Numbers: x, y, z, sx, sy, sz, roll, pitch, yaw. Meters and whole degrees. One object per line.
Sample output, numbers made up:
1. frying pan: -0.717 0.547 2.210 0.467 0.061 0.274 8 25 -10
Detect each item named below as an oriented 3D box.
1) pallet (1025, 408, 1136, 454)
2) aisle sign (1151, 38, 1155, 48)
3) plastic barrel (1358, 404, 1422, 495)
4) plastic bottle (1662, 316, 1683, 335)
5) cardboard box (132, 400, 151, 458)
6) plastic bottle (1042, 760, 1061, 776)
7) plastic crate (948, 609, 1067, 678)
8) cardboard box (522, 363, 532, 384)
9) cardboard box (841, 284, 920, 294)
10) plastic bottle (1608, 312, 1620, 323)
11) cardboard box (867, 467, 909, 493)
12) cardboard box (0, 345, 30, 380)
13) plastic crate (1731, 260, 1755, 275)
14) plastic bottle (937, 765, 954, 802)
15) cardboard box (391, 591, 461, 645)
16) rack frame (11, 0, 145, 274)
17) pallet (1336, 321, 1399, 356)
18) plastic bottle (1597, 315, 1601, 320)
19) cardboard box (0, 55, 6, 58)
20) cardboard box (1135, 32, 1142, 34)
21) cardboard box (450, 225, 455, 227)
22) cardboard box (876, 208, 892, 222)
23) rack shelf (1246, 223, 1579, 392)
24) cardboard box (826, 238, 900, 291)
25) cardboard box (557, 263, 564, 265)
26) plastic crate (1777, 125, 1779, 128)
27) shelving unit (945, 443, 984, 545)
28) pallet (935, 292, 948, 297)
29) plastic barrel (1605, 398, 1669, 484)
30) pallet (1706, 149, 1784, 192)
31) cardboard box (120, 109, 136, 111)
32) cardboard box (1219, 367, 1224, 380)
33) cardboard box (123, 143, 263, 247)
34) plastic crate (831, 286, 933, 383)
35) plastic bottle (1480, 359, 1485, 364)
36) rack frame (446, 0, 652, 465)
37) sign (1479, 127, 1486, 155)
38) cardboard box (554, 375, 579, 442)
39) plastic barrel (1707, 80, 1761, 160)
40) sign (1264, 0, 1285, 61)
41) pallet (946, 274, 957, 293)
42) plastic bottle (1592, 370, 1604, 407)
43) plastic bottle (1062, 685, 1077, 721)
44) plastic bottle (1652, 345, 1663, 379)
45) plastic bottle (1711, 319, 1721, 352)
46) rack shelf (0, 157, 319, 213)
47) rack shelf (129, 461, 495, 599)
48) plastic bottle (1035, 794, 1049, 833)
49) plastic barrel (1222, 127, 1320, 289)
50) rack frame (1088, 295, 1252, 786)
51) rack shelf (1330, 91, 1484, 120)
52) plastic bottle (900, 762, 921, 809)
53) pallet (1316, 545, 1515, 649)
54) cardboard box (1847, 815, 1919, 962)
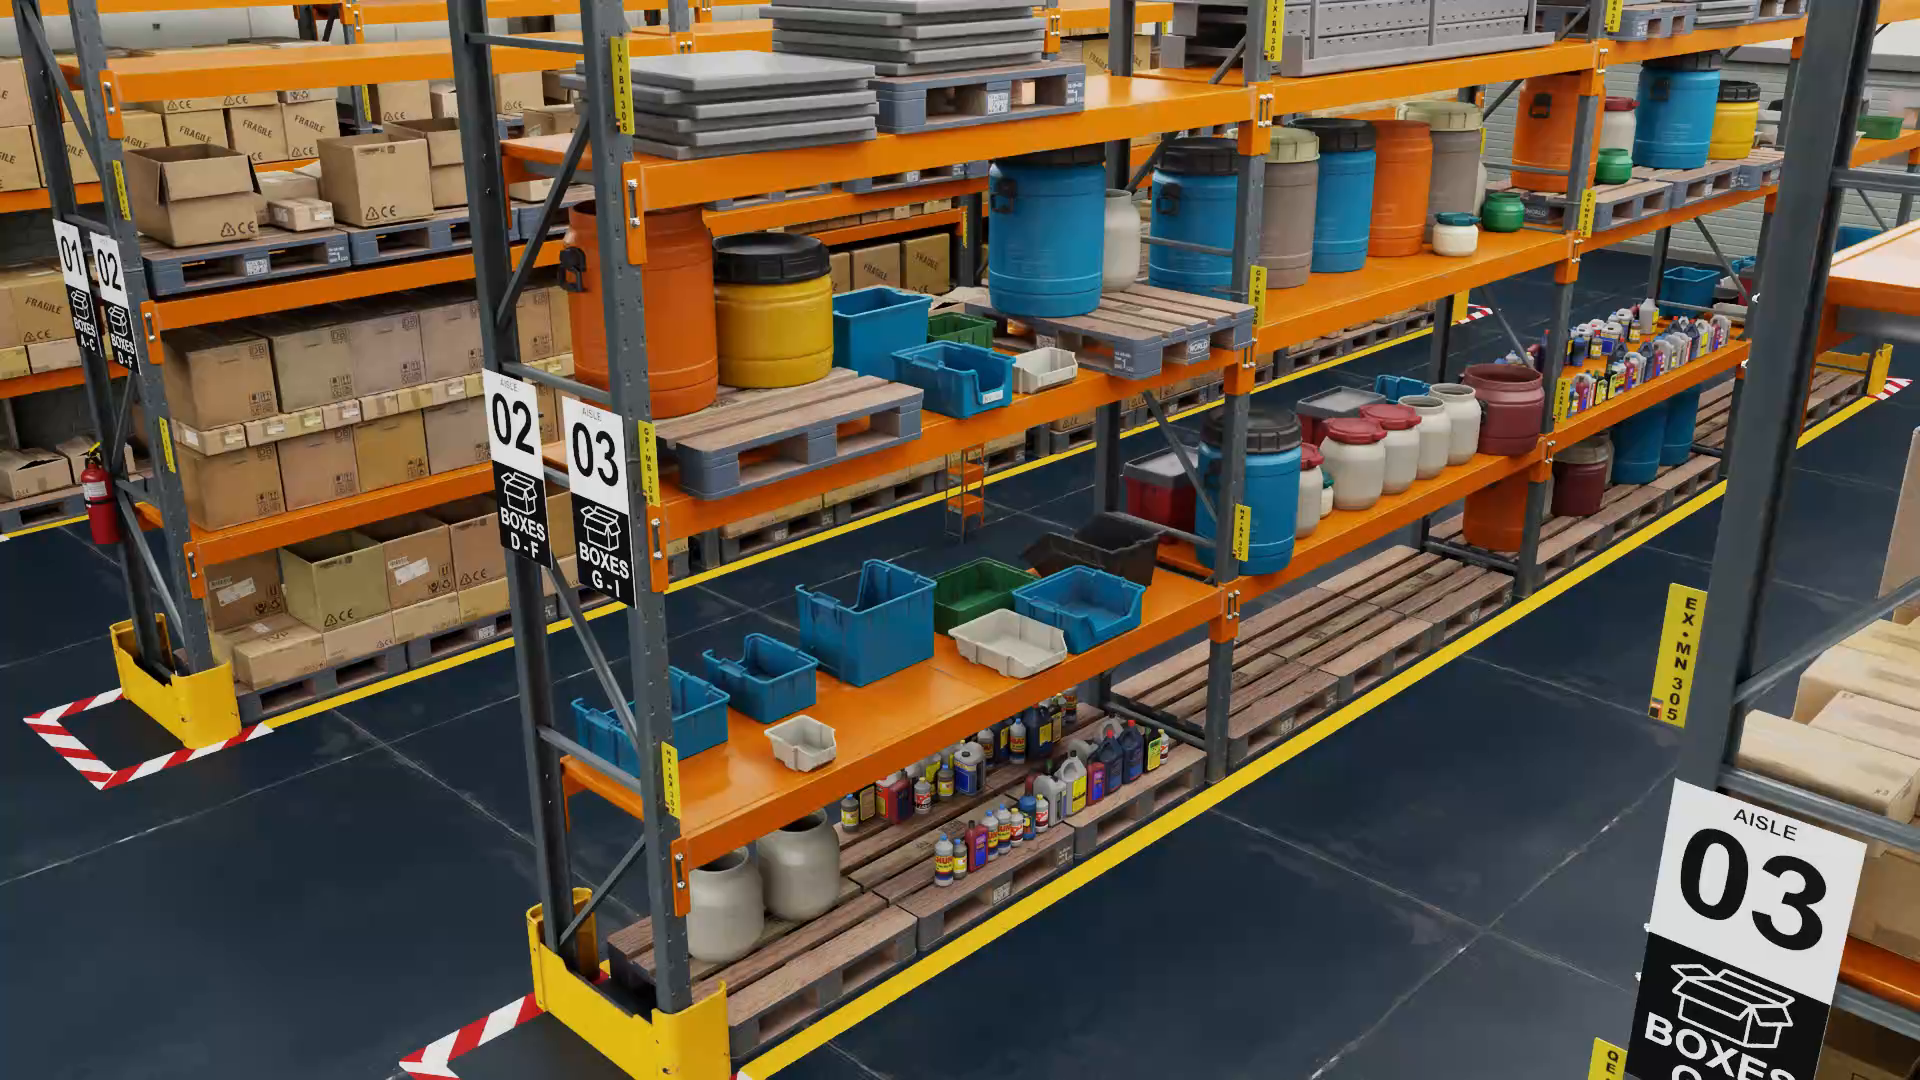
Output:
1. pallet: 1.010 -1.202 16.770 1.003 0.211 1.213 19 28 41
2. aisle sign: 2.757 -6.773 23.754 0.394 0.787 0.004 19 28 41
3. plastic barrel: 2.857 -0.607 11.144 0.433 0.535 0.433 0 21 0
4. plastic bottle: 6.160 -1.756 14.393 0.144 0.351 0.185 19 28 41
5. cardboard box: -7.178 -1.020 15.280 0.700 0.500 0.500 17 27 37
6. plastic bottle: 0.525 1.361 9.387 0.061 0.283 0.133 19 28 41
7. plastic crate: 0.267 0.552 8.688 0.530 0.136 0.437 19 28 41
8. cardboard box: -3.251 -1.193 11.816 0.250 0.149 0.380 -19 28 -41
9. cardboard box: -0.696 -1.932 14.644 0.500 0.500 0.500 17 27 38
10. plastic bottle: 5.848 -1.908 14.899 0.097 0.271 0.097 0 21 0
11. cardboard box: -0.797 -0.643 14.675 0.500 0.250 0.500 -20 28 -41
12. cardboard box: -8.102 -1.489 13.810 0.500 0.250 0.500 18 28 39
13. plastic crate: 8.054 -2.690 16.904 0.416 0.233 0.300 19 28 41
14. plastic bottle: -0.083 1.377 9.461 0.097 0.201 0.097 0 21 0
15. cardboard box: -3.890 0.483 11.747 0.500 0.250 0.500 19 28 41
16. rack frame: -5.118 -3.065 9.368 1.000 3.000 0.127 19 28 41
17. pallet: 4.584 -2.539 20.249 1.003 0.211 1.213 19 28 41
18. plastic bottle: 5.618 -1.838 14.701 0.061 0.283 0.133 19 28 41
19. cardboard box: -8.184 -3.746 13.759 0.500 0.500 0.500 -18 27 -39
20. cardboard box: 2.171 -6.935 23.101 0.500 0.250 0.500 -19 28 -40
21. cardboard box: -5.105 -3.048 16.933 0.500 0.500 0.700 -17 27 -37
22. cardboard box: -1.064 -4.068 20.661 0.380 0.149 0.250 19 28 41
23. rack shelf: 2.614 -1.631 10.820 1.077 0.370 4.000 19 28 41
24. cardboard box: -1.277 -3.352 20.887 0.750 0.750 0.750 -19 28 -40
25. cardboard box: -2.633 -1.830 12.568 0.700 0.500 0.500 19 28 41
26. plastic crate: 7.862 -3.699 15.379 0.497 0.269 0.590 19 28 41
27. shelving unit: 0.037 -0.504 13.784 0.215 1.050 0.252 19 28 41
28. pallet: -0.783 -3.069 21.628 1.003 0.211 1.213 19 28 41
29. plastic barrel: 5.914 -1.008 14.717 0.600 0.901 0.708 19 28 41
30. pallet: 6.322 -3.195 14.150 1.213 0.211 1.003 19 28 41
31. cardboard box: -7.477 -3.532 14.596 0.500 0.500 0.500 -18 27 -38
32. cardboard box: 2.763 -2.064 17.997 0.500 0.500 0.500 19 28 41
33. cardboard box: -4.714 -2.121 10.169 0.637 0.503 0.797 -18 27 -38
34. plastic crate: -0.457 -0.982 8.152 0.392 0.384 0.575 19 28 41
35. plastic bottle: 4.146 -1.296 13.290 0.061 0.283 0.133 19 28 41
36. rack frame: -1.572 -1.824 6.140 1.000 3.000 0.127 19 28 41
37. sign: 6.427 -4.922 20.506 0.100 0.325 0.005 19 28 41
38. cardboard box: -2.996 -1.087 12.444 0.700 0.500 0.500 19 28 40
39. plastic barrel: 6.308 -3.507 13.852 0.600 0.588 0.600 0 21 0
40. sign: 1.605 -2.614 8.487 0.100 0.325 0.005 19 28 41
41. pallet: 0.288 -3.463 22.651 1.003 0.211 1.213 19 28 41
42. plastic bottle: 4.991 -1.198 13.036 0.061 0.283 0.133 19 28 41
43. plastic bottle: 0.682 0.988 10.374 0.097 0.271 0.097 0 21 0
44. plastic bottle: 5.765 -1.483 13.777 0.061 0.283 0.133 19 28 41
45. plastic bottle: 6.627 -1.801 14.604 0.061 0.283 0.133 19 28 41
46. rack shelf: -7.275 -3.082 14.596 1.077 0.370 4.000 19 28 41
47. rack shelf: -3.723 -0.443 11.911 1.077 0.370 4.000 19 28 41
48. plastic bottle: 0.437 1.497 9.149 0.097 0.201 0.097 0 21 0
49. plastic barrel: 1.874 -2.040 10.182 0.600 0.901 0.600 0 21 0
50. rack frame: 1.218 -0.052 9.891 1.000 3.000 0.127 19 28 41
51. rack shelf: 4.648 -4.928 19.398 1.077 0.370 4.000 19 28 41
52. plastic bottle: -0.313 1.367 9.383 0.152 0.276 0.135 18 28 39
53. pallet: 3.441 0.411 12.574 1.003 0.211 1.213 19 28 41
54. cardboard box: 2.131 0.698 3.968 0.500 0.250 0.500 -19 28 -41
